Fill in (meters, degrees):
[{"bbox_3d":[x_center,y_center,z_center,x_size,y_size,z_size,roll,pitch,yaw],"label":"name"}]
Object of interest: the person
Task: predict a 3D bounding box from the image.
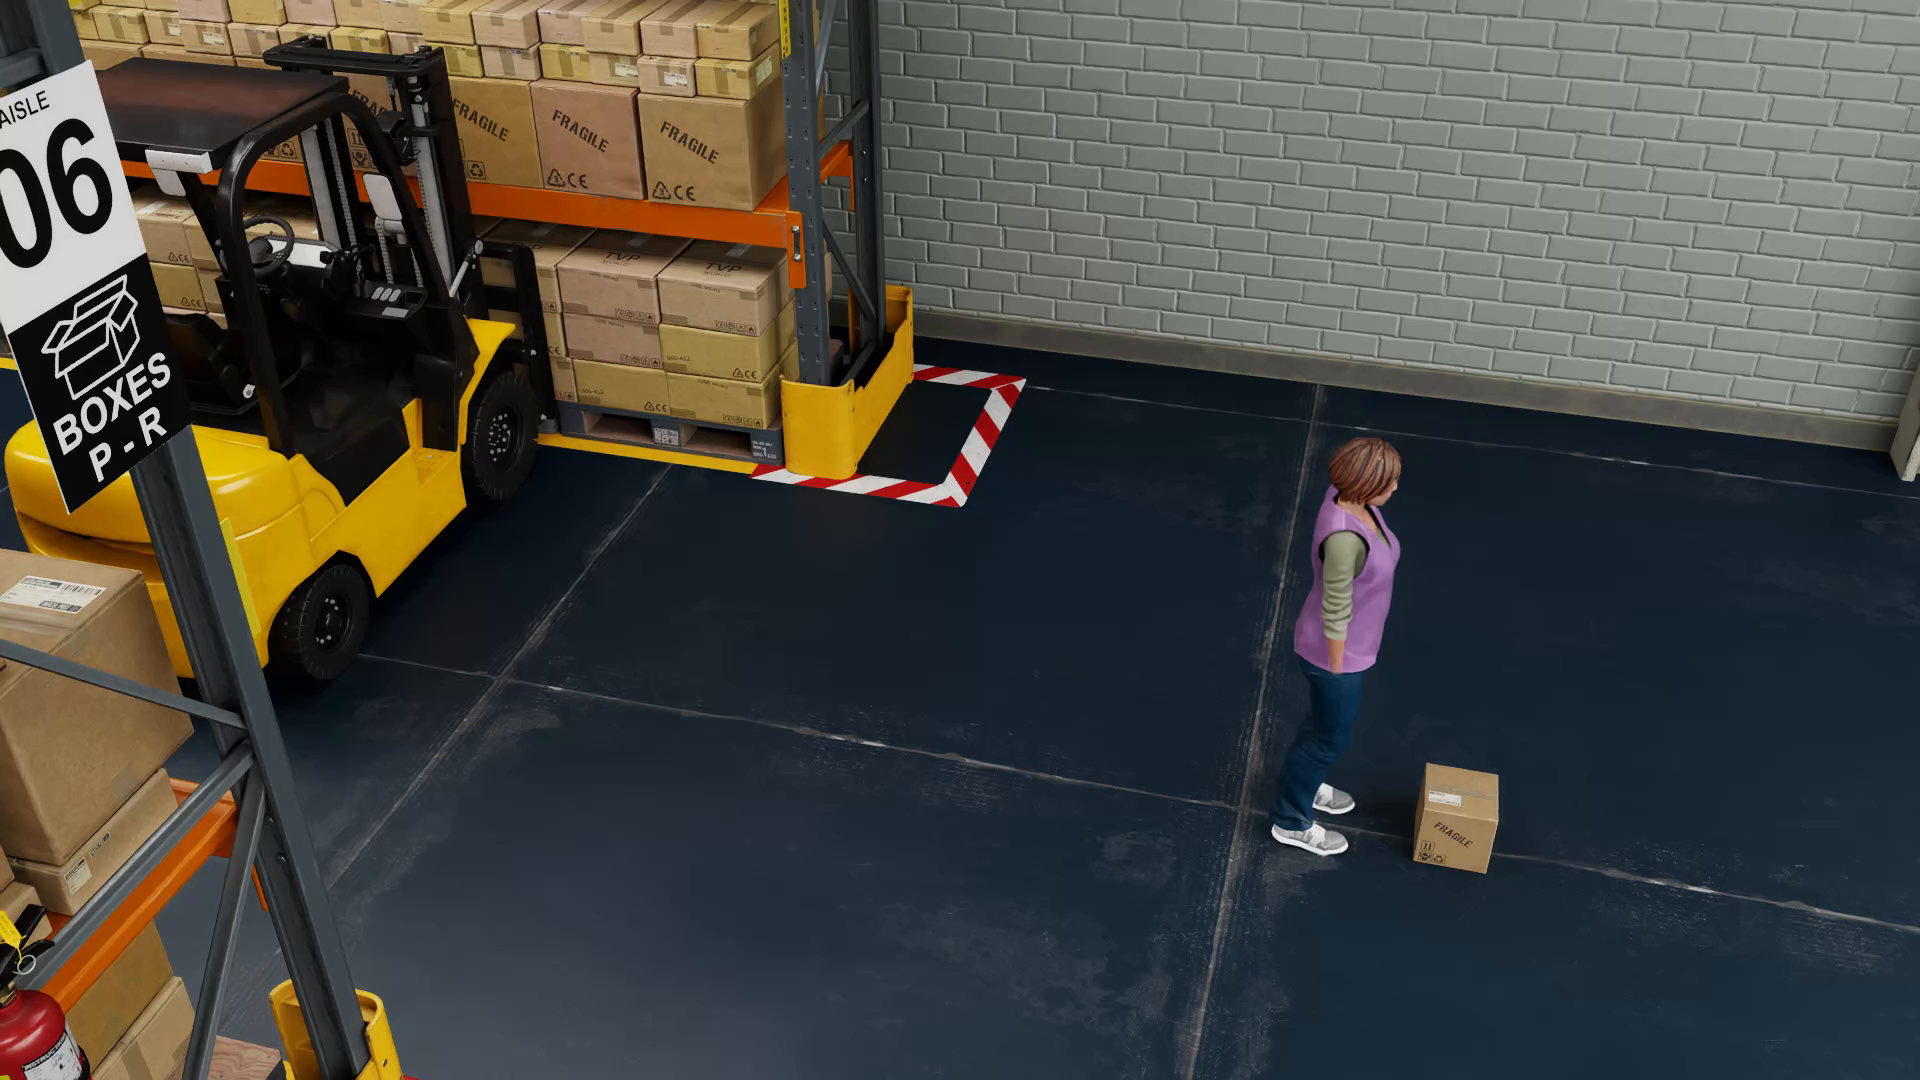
[{"bbox_3d":[1.277,0.356,5.624,0.304,1.581,0.391,9,34,13],"label":"person"}]
